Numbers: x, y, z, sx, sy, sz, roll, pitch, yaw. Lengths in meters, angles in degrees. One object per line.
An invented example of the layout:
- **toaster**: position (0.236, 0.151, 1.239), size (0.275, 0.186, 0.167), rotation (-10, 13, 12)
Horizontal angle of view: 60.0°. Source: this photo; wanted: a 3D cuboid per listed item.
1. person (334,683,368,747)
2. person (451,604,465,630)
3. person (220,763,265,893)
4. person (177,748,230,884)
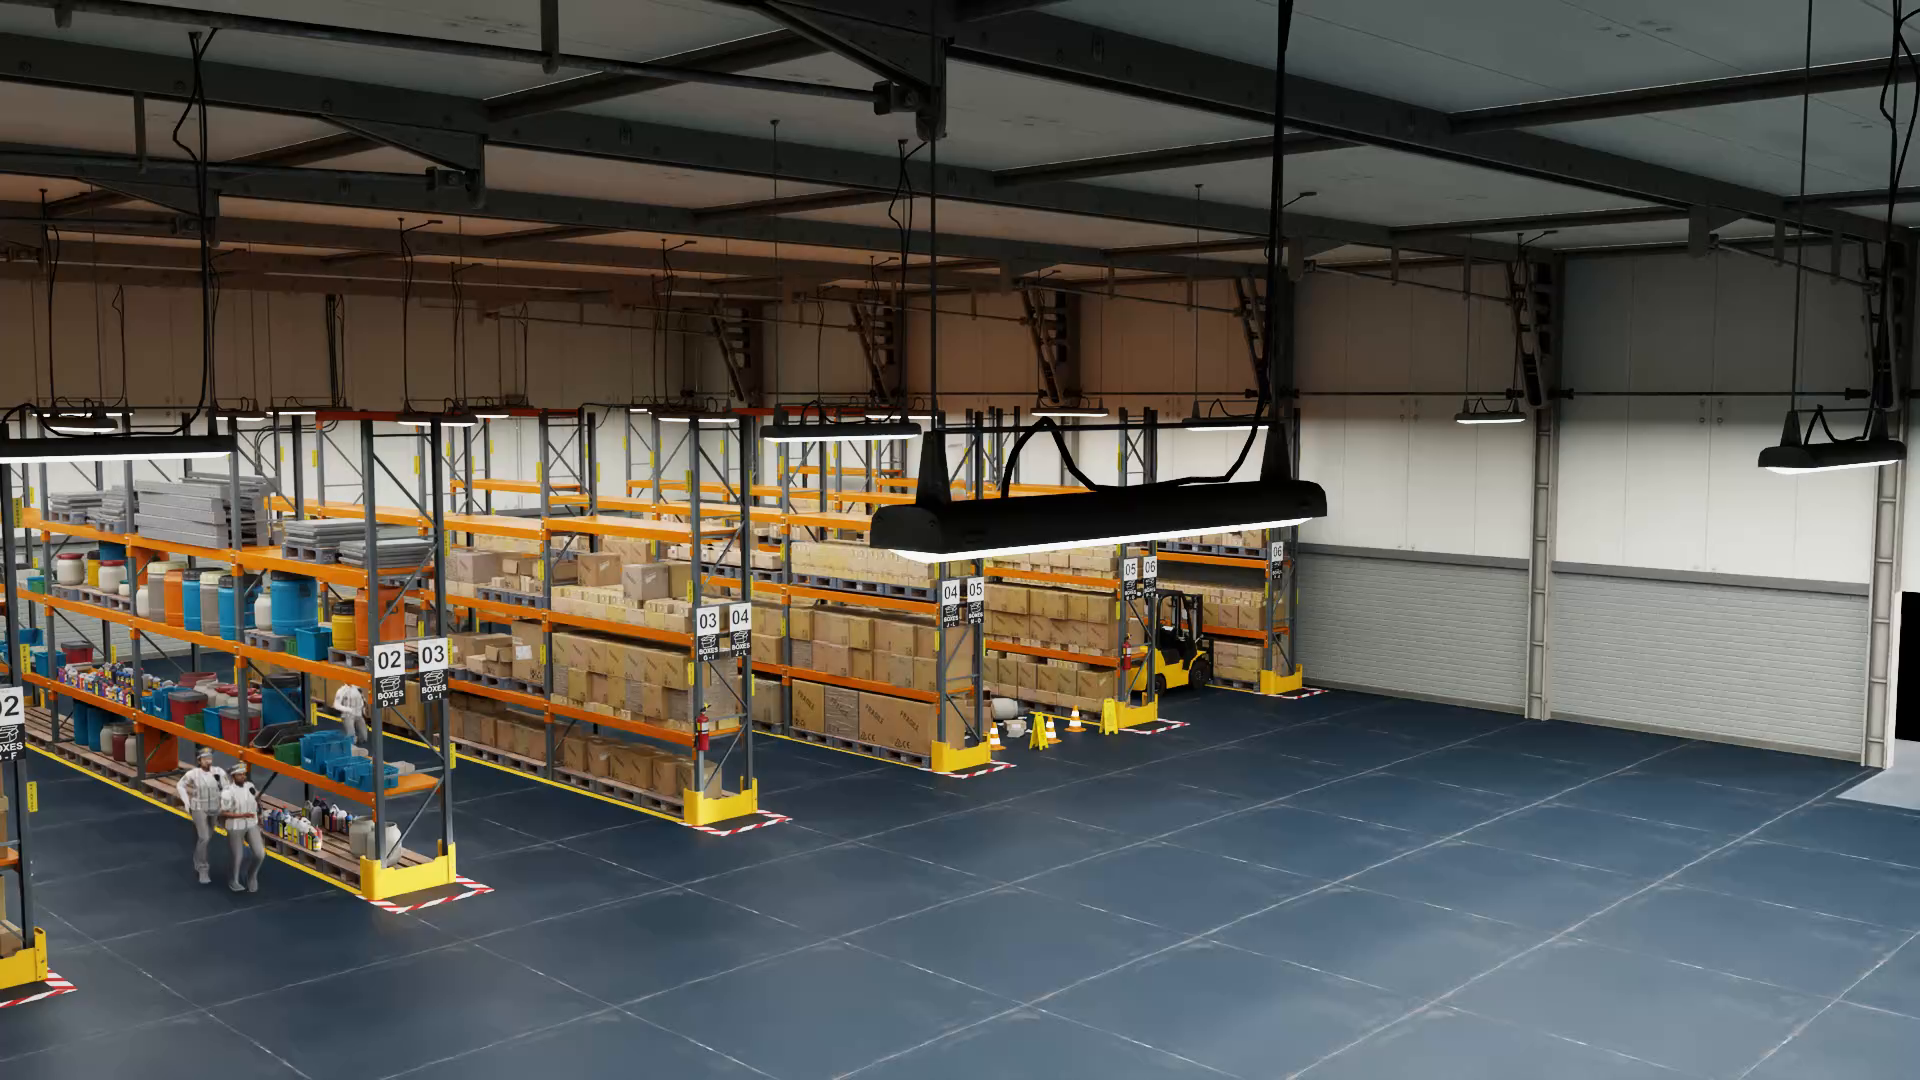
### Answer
- **person**: position (-10.309, 3.005, 28.228), size (0.560, 1.651, 0.581), rotation (4, 7, 40)
- **person**: position (-12.105, 2.007, 40.136), size (0.526, 1.542, 0.546), rotation (3, 6, 28)
- **person**: position (-9.015, 3.633, 20.949), size (0.670, 1.690, 0.545), rotation (5, 7, 42)
- **person**: position (-9.877, 3.565, 21.796), size (0.618, 1.747, 0.767), rotation (-5, 7, -44)
